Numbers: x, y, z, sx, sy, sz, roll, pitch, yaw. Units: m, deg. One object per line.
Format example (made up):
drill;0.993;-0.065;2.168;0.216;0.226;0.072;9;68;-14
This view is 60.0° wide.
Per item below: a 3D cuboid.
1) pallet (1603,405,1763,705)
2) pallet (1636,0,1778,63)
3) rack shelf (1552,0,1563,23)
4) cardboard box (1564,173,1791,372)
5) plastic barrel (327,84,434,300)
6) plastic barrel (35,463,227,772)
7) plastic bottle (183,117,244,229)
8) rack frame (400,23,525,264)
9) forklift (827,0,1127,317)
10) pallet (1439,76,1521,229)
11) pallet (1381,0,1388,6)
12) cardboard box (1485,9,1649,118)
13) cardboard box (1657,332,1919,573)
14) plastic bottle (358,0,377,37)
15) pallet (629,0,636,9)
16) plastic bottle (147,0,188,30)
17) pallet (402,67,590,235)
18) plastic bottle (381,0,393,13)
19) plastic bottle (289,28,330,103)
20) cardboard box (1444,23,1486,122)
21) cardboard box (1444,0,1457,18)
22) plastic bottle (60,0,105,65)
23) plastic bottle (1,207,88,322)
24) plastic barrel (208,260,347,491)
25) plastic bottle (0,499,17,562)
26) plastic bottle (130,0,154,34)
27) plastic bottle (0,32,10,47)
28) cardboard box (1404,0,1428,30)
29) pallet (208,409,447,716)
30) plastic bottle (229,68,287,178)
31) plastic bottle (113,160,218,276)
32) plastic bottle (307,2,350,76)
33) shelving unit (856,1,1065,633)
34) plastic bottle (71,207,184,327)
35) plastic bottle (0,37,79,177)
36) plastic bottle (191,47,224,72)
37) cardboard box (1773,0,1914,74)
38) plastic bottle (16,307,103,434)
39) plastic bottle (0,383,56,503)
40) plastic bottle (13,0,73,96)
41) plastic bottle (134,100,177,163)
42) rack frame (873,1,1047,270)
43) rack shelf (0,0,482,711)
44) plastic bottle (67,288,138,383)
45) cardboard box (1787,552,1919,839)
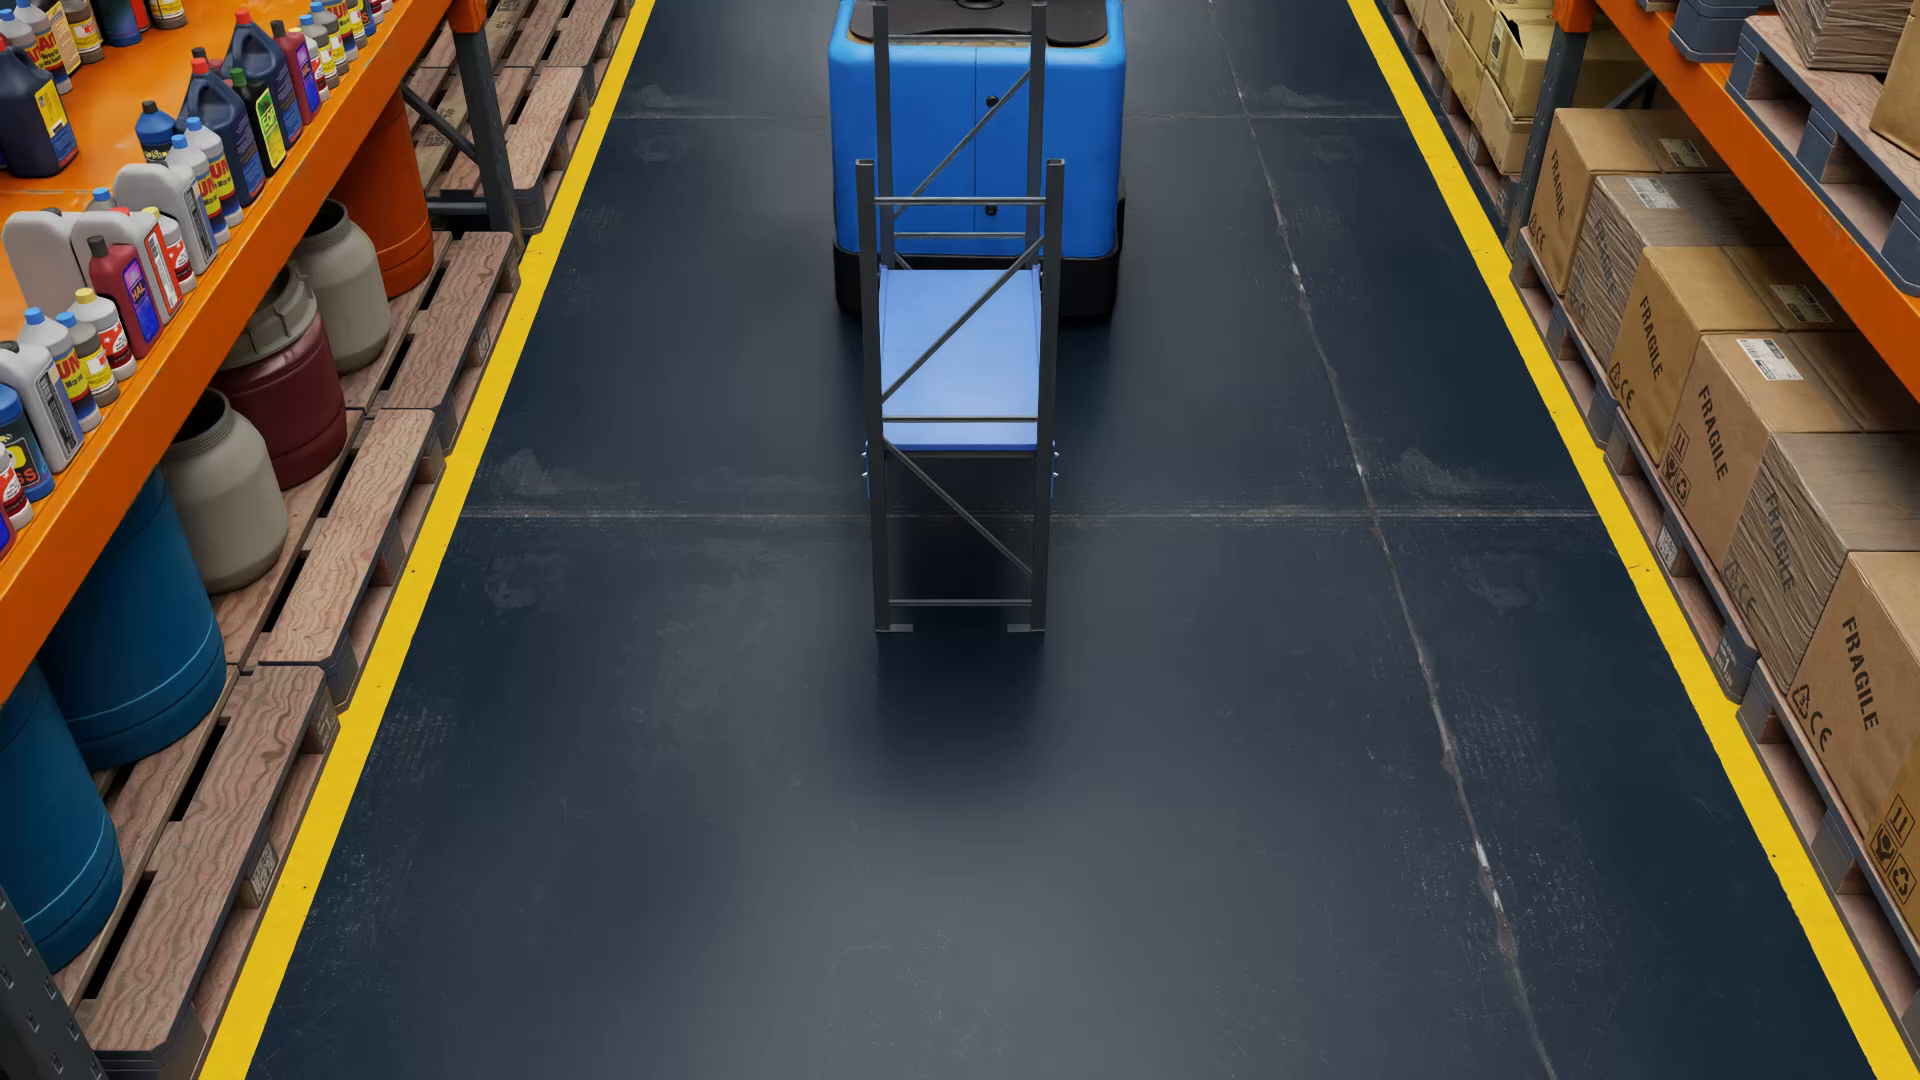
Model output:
pallet;2.659;0.005;5.075;1.003;0.211;1.213;0;39;0
pallet;2.768;-1.813;5.267;1.213;0.211;1.003;0;39;0
rack shelf;2.695;-3.281;7.521;1.077;0.370;4.000;0;39;0
cardboard box;2.418;-0.895;5.616;0.500;0.500;0.500;-1;39;-2
plastic barrel;-2.239;-1.321;5.900;0.600;0.830;0.708;0;39;0
plastic barrel;-2.236;0.063;4.115;0.600;0.901;0.708;0;39;0
plastic bottle;-1.846;-0.906;4.084;0.097;0.271;0.097;0;39;0
rack frame;-2.256;-2.310;5.734;1.000;3.000;0.127;0;39;0
forklift;0.116;-2.872;6.490;1.130;2.935;3.031;1;39;2
pallet;2.735;-1.738;7.250;1.003;0.211;1.213;0;39;0
pallet;2.732;-3.264;9.154;1.003;0.211;1.213;0;39;0
cardboard box;2.450;-1.948;6.697;0.500;0.311;0.500;1;39;1
cardboard box;2.419;-0.255;4.817;0.500;0.500;0.500;-1;39;-2
plastic bottle;-1.847;-1.669;5.037;0.097;0.271;0.097;0;39;0
pallet;-2.221;-3.232;9.115;1.003;0.211;1.213;0;39;0
plastic bottle;-2.454;-1.684;5.112;0.097;0.201;0.097;0;39;0
pallet;-2.218;-1.706;7.210;1.003;0.211;1.213;0;39;0
plastic bottle;-1.847;-1.763;5.211;0.097;0.201;0.097;0;39;0
plastic bottle;-1.846;-1.337;4.679;0.097;0.201;0.097;0;39;0
cardboard box;2.448;-2.053;7.277;0.500;0.250;0.500;0;39;-1
cardboard box;2.445;-2.589;7.497;0.500;0.311;0.500;0;39;0
plastic bottle;-2.606;-1.516;4.902;0.097;0.201;0.097;0;39;0
plastic bottle;-2.025;-0.629;3.735;0.152;0.276;0.135;0;39;0
plastic barrel;-2.237;-0.521;5.094;0.600;0.588;0.708;0;39;0
plastic bottle;-1.826;-0.076;3.040;0.061;0.283;0.133;0;39;0
plastic bottle;-2.579;-1.701;5.074;0.152;0.276;0.135;0;39;0
plastic bottle;-2.623;-1.271;4.531;0.061;0.283;0.133;0;39;0
cardboard box;2.447;-2.689;8.070;0.500;0.250;0.500;1;39;1
pallet;-2.215;0.032;5.041;1.003;0.211;1.213;0;39;0
plastic bottle;-1.828;-1.098;4.315;0.061;0.283;0.133;0;39;0
plastic bottle;-1.873;-0.774;3.916;0.152;0.276;0.135;0;39;0
plastic bottle;-1.847;-1.459;4.831;0.097;0.201;0.097;0;39;0
shelving unit;0.000;-0.639;4.848;0.538;1.500;1.048;0;39;0
plastic bottle;-1.872;-0.629;3.735;0.152;0.276;0.135;0;39;0
plastic bottle;-2.429;-1.137;4.310;0.144;0.351;0.185;0;39;0
plastic bottle;-1.972;-1.181;4.419;0.061;0.283;0.133;0;39;0
cardboard box;2.621;-1.548;4.368;0.700;0.500;0.500;7;39;8
plastic bottle;-1.845;-0.350;3.390;0.097;0.271;0.097;0;39;0
plastic bottle;-1.844;-0.204;3.209;0.097;0.271;0.097;0;39;0
plastic bottle;-2.605;-1.399;4.700;0.097;0.271;0.097;0;39;0
plastic bottle;-1.990;-0.966;4.160;0.097;0.271;0.097;0;39;0
rack frame;-0.001;-0.956;5.244;0.500;1.500;0.032;0;39;0
rack shelf;-2.254;-0.779;4.398;1.077;0.370;4.000;0;39;0
plastic bottle;-1.845;-0.444;3.564;0.097;0.201;0.097;0;39;0
cardboard box;2.422;0.376;4.029;0.500;0.500;0.500;0;39;0
